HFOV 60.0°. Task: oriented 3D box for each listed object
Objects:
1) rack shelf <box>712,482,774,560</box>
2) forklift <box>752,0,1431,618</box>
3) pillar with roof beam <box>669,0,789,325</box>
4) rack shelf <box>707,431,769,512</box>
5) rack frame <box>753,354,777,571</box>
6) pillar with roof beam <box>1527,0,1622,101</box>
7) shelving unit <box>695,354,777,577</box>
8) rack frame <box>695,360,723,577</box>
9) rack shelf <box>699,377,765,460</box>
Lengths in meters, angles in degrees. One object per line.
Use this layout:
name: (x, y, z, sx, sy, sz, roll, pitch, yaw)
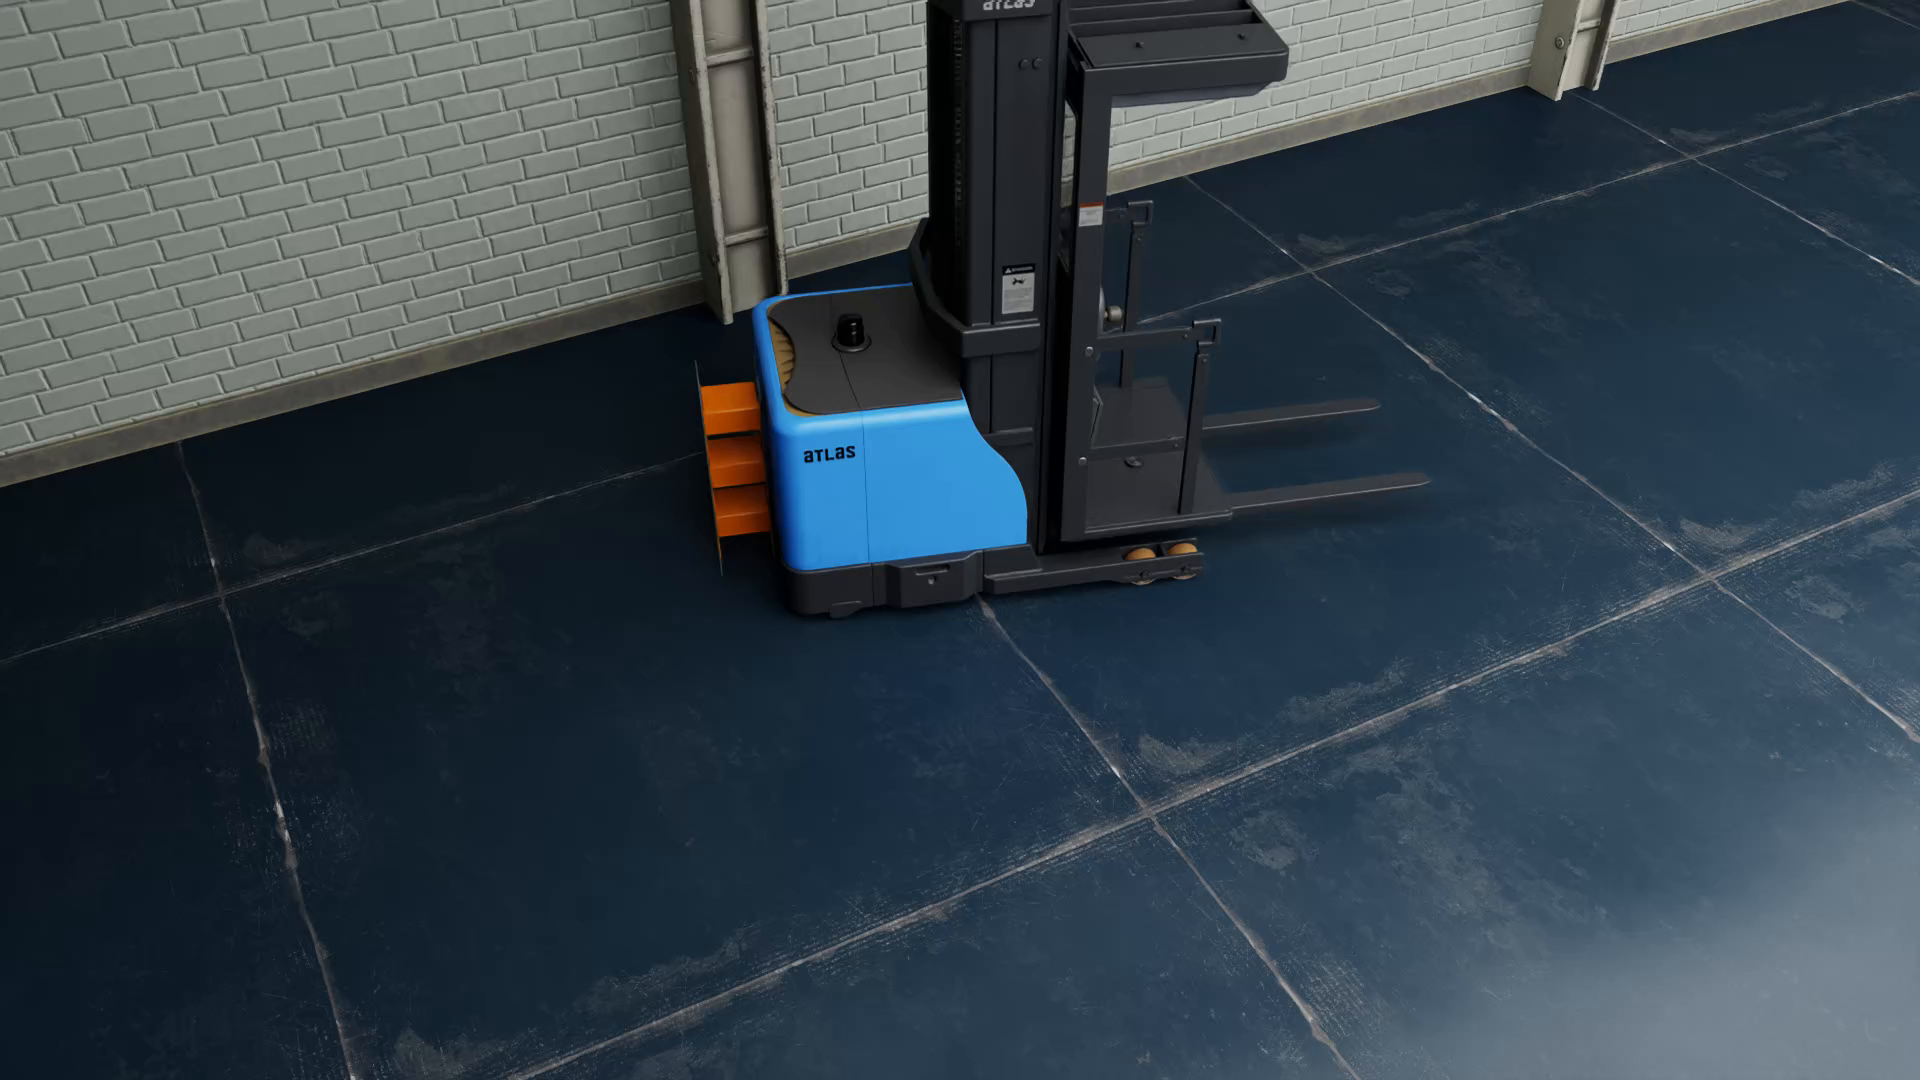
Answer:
rack shelf: (-0.976, -0.090, 7.479, 0.240, 0.259, 0.215, -7, 41, -8)
forklift: (0.637, -1.245, 6.942, 3.031, 2.935, 1.130, -7, 41, -8)
pillar with roof beam: (0.796, -2.296, 3.486, 0.400, 9.000, 9.100, -19, 44, -21)
rack shelf: (-0.976, -0.302, 7.300, 0.240, 0.259, 0.215, -7, 41, -8)
rack frame: (-0.856, -0.325, 7.311, 0.008, 1.050, 0.200, -7, 41, -8)
pillar with roof beam: (6.118, -4.087, 5.602, 0.400, 9.000, 9.100, -19, 44, -21)
shelving unit: (-0.976, -0.310, 7.293, 0.252, 1.050, 0.215, -7, 41, -8)
rack frame: (-1.096, -0.295, 7.275, 0.008, 1.050, 0.200, -7, 41, -8)
rack shelf: (-0.976, -0.519, 7.116, 0.240, 0.259, 0.215, -7, 41, -8)
